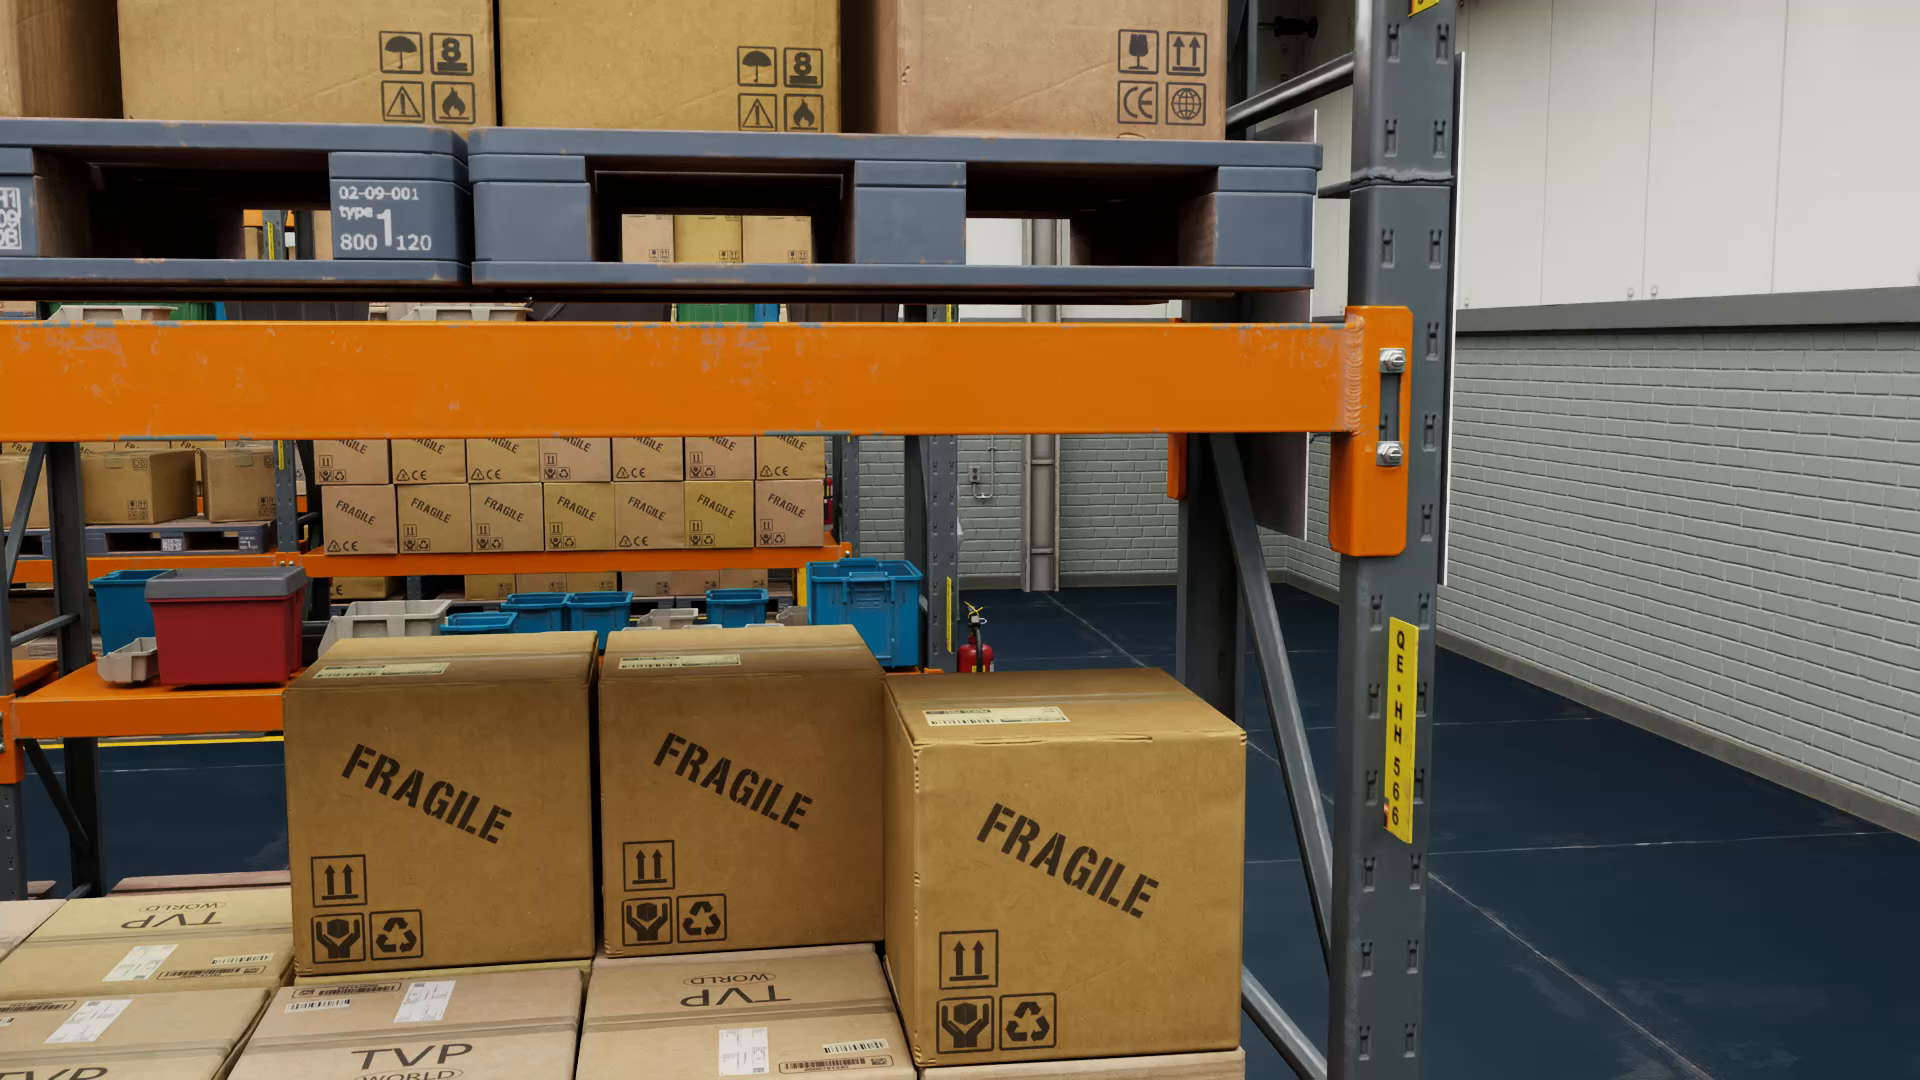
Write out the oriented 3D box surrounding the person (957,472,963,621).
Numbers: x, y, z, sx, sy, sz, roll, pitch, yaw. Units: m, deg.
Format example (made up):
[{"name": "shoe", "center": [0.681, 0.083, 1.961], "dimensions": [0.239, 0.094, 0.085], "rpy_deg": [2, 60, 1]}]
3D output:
[{"name": "person", "center": [-0.170, 0.000, 16.862], "dimensions": [0.394, 1.659, 0.467], "rpy_deg": [-1, 7, -7]}]
